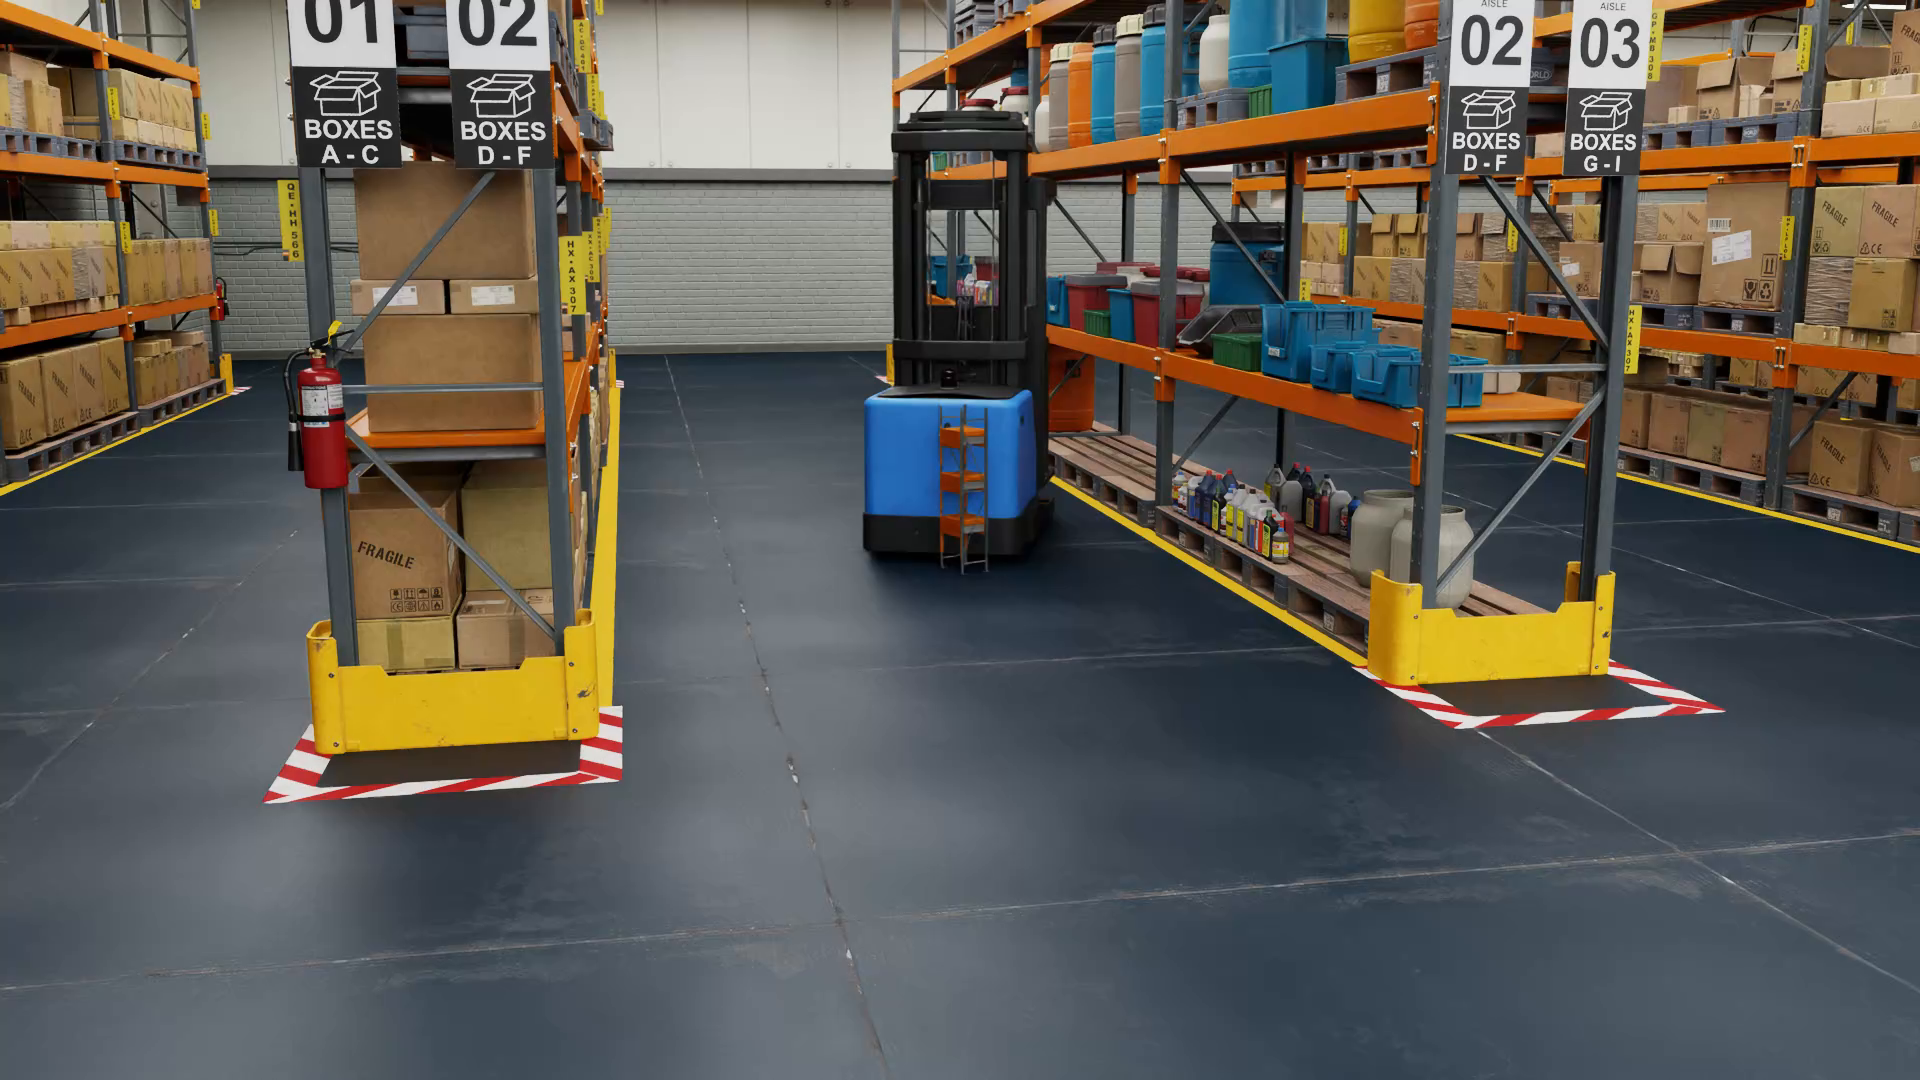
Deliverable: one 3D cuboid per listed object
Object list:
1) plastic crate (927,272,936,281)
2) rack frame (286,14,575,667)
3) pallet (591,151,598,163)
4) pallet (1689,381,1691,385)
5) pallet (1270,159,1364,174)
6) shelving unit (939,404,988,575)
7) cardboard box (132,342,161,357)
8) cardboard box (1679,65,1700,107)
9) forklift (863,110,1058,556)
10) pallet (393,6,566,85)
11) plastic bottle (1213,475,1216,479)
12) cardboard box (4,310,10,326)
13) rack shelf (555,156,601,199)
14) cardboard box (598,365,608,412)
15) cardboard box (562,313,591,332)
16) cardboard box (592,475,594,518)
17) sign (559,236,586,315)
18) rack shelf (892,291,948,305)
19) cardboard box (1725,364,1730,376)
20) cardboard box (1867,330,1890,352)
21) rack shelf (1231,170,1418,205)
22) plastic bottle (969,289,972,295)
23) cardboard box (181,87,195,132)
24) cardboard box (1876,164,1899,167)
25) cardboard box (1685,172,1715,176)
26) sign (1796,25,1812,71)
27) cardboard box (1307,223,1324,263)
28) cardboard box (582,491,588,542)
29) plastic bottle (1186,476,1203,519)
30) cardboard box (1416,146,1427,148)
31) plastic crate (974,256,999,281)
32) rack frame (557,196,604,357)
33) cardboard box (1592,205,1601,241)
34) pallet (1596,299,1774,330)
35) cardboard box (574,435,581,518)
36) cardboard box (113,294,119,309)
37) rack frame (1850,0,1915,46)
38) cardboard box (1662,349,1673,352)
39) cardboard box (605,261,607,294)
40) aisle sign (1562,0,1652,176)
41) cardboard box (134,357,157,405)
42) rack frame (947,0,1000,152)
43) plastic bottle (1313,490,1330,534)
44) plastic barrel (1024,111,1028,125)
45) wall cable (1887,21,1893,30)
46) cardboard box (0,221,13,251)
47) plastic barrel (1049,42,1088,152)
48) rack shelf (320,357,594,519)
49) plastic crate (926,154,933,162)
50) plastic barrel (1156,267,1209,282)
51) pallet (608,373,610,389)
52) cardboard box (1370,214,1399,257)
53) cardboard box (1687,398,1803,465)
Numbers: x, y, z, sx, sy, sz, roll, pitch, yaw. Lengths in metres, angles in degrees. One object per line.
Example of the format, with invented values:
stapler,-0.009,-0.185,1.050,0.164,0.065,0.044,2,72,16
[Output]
plastic crate,-0.389,-3.338,21.496,0.416,0.233,0.300,-2,11,-11
rack frame,-2.176,-0.630,6.985,1.000,3.000,0.127,-2,11,-11
pallet,-4.247,-3.900,16.644,1.213,0.211,1.003,-2,11,-11
pallet,9.687,-2.329,23.366,1.003,0.211,1.213,-2,11,-11
pallet,4.825,-4.994,22.128,1.003,0.211,1.213,-2,11,-11
shelving unit,0.023,-0.323,10.576,0.215,1.050,0.252,-7,12,-32
cardboard box,-9.301,-2.157,18.837,0.380,0.149,0.250,-2,11,-9
cardboard box,6.516,-3.962,14.862,0.500,0.500,0.500,-2,11,-10
forklift,0.110,-1.563,12.071,1.130,2.935,3.031,2,11,9
pallet,-2.288,-2.191,7.399,1.003,0.211,1.213,-2,11,-11
plastic bottle,1.732,-0.296,11.318,0.061,0.283,0.133,-2,11,-11
cardboard box,-8.467,-1.918,14.371,0.380,0.149,0.250,-2,11,-10
rack shelf,-4.121,-3.584,16.408,1.077,0.370,4.000,-2,11,-11
cardboard box,-3.948,-1.556,17.359,0.500,0.500,0.500,-2,11,-10
cardboard box,-3.286,-1.819,13.903,0.380,0.149,0.250,-2,11,-11
cardboard box,-2.789,-0.302,11.493,0.500,0.250,0.500,-2,11,-12
sign,-1.630,-1.113,6.997,0.100,0.325,0.005,-2,11,-11
rack shelf,-0.039,-3.024,21.485,1.077,0.370,4.000,-2,11,-11
cardboard box,10.337,-2.237,21.927,0.380,0.149,0.250,-3,11,-13
cardboard box,6.680,-1.413,11.769,0.380,0.149,0.250,-2,11,-11
rack shelf,4.819,-4.678,22.151,1.077,0.370,4.000,-2,11,-11
plastic bottle,0.152,-2.707,18.427,0.097,0.201,0.097,0,11,0
cardboard box,-9.736,-5.283,20.414,0.500,0.500,0.500,-2,11,-11
cardboard box,10.401,-4.328,18.124,0.500,0.500,0.500,-2,11,-11
cardboard box,9.733,-4.832,21.442,0.500,0.250,0.500,-2,11,-10
sign,6.220,-3.623,12.253,0.100,0.325,0.005,-2,11,-11
cardboard box,4.763,-3.798,21.229,0.500,0.500,0.500,-2,11,-10
cardboard box,-2.649,-0.142,10.652,0.500,0.250,0.500,-2,11,-11
plastic bottle,1.627,-0.289,11.298,0.152,0.276,0.135,-2,11,-9
cardboard box,5.351,-4.468,18.677,0.380,0.149,0.250,-3,11,-13
plastic crate,0.422,-3.244,20.387,0.402,0.464,0.583,-2,11,-11
rack frame,-4.510,-2.831,18.548,1.000,3.000,0.127,-2,11,-11
cardboard box,9.326,-4.492,23.537,0.500,0.500,0.500,-2,11,-12
pallet,6.411,-2.001,14.701,1.003,0.211,1.213,-2,11,-11
cardboard box,-2.462,-0.327,9.617,0.500,0.500,0.500,-2,11,-11
cardboard box,-9.025,-2.485,17.348,0.380,0.149,0.250,-2,11,-10
rack frame,14.151,-7.232,25.624,1.000,3.000,0.127,-2,11,-11
cardboard box,9.625,-2.597,22.229,0.380,0.149,0.250,-2,11,-12
cardboard box,-4.738,-3.355,21.032,0.500,0.500,0.500,-2,11,-11
aisle sign,2.985,-2.084,7.671,0.394,0.787,0.004,-2,11,-11
cardboard box,-9.413,-1.769,18.532,0.700,0.500,0.500,-2,11,-10
rack frame,0.350,-5.958,18.930,1.000,3.000,0.127,-2,11,-11
plastic bottle,2.337,-0.189,10.755,0.061,0.283,0.133,-2,11,-11
plastic barrel,0.775,-4.080,16.335,0.301,0.262,0.301,0,11,0
wall cable,19.177,-11.227,31.739,2.988,3.039,0.133,-2,11,-11
cardboard box,-8.431,-2.588,14.149,0.500,0.250,0.500,-2,11,-10
plastic barrel,1.075,-3.838,14.476,0.600,0.901,0.600,0,11,0
rack shelf,-2.565,-0.644,8.979,1.077,0.370,4.000,-2,11,-11
plastic crate,-0.300,-4.742,20.881,0.437,0.282,0.530,-2,11,-11
plastic barrel,1.792,-1.928,13.440,0.433,0.535,0.433,0,11,0
pallet,-5.117,-2.034,21.822,1.003,0.211,1.213,-2,11,-11
cardboard box,5.340,-3.616,19.720,0.797,0.503,0.637,-2,11,-12
cardboard box,6.591,-0.913,13.980,0.700,0.500,0.500,-2,11,-11
